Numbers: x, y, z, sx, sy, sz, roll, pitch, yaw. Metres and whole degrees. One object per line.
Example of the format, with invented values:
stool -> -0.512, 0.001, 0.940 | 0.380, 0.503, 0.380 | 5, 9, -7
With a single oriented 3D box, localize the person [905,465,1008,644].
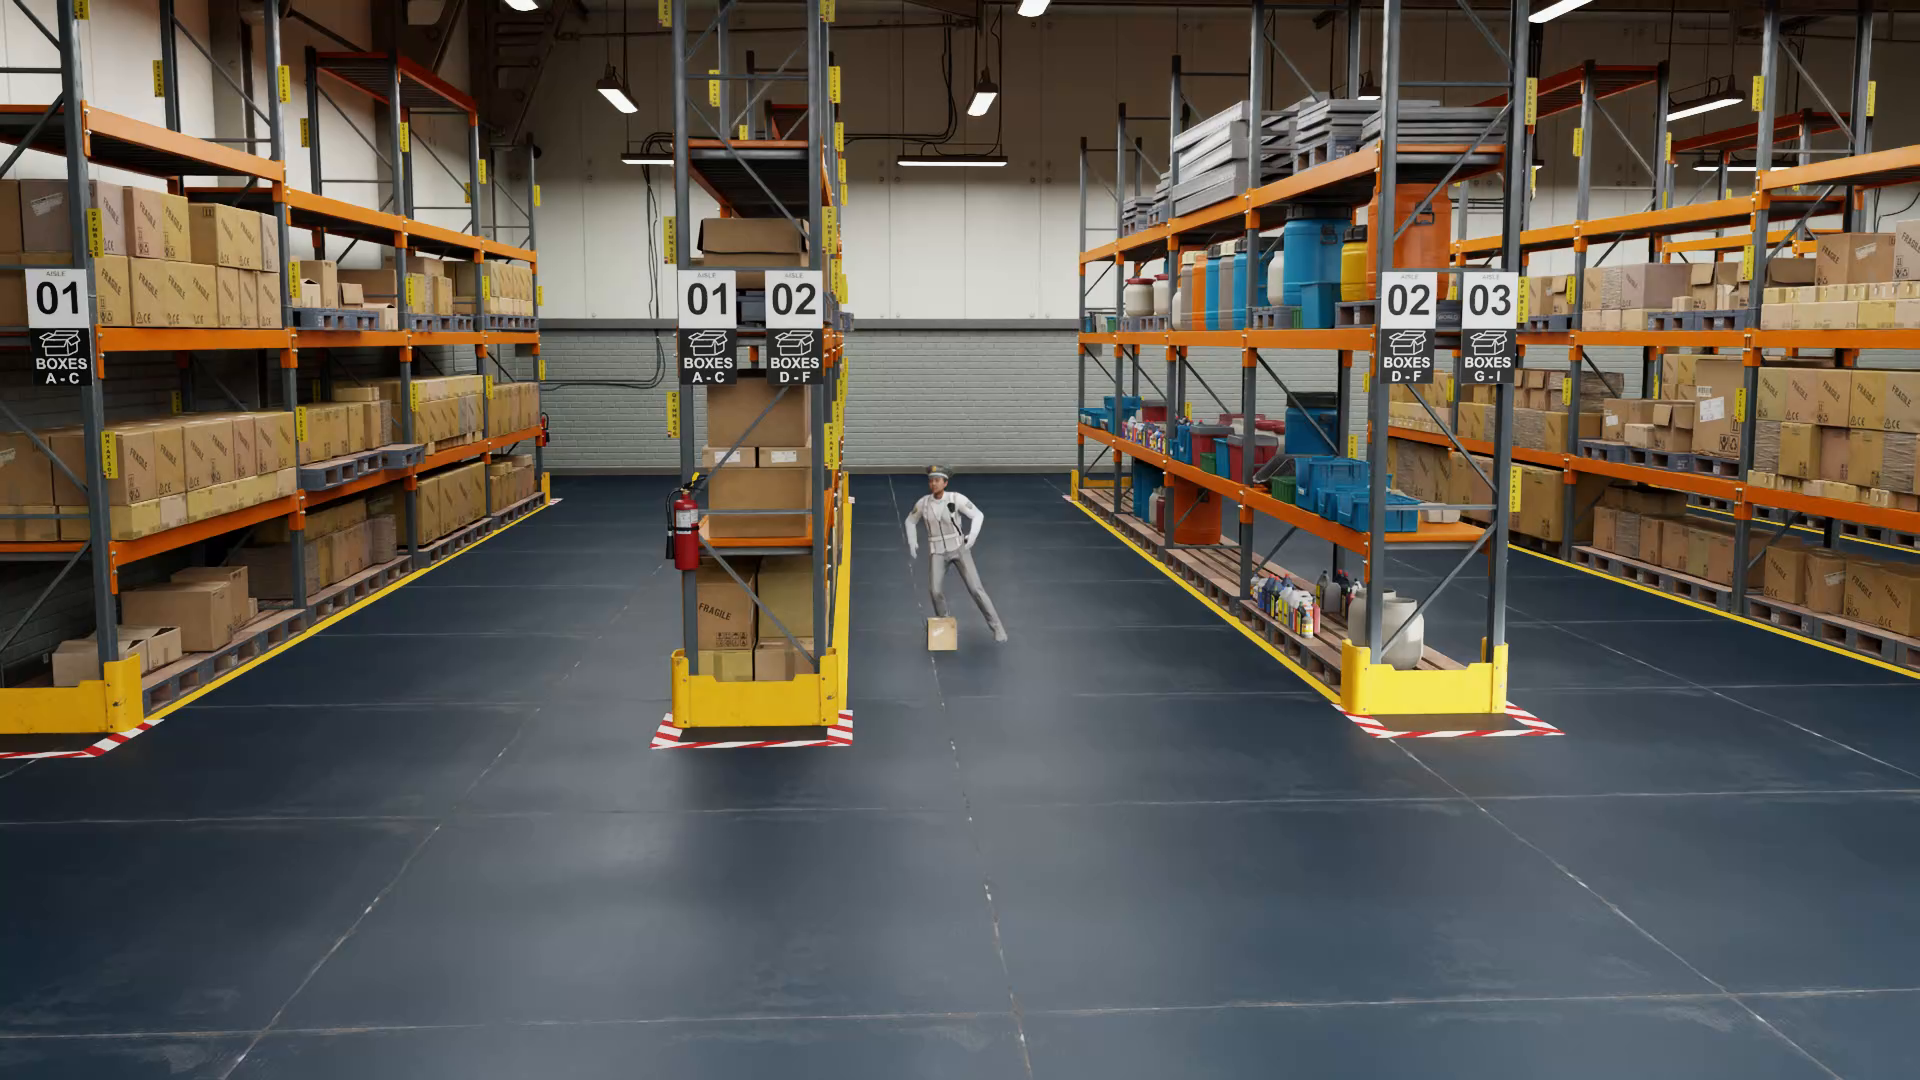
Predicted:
person -> -0.040, 0.116, 15.158 | 0.999, 1.606, 0.514 | 1, 7, 7
